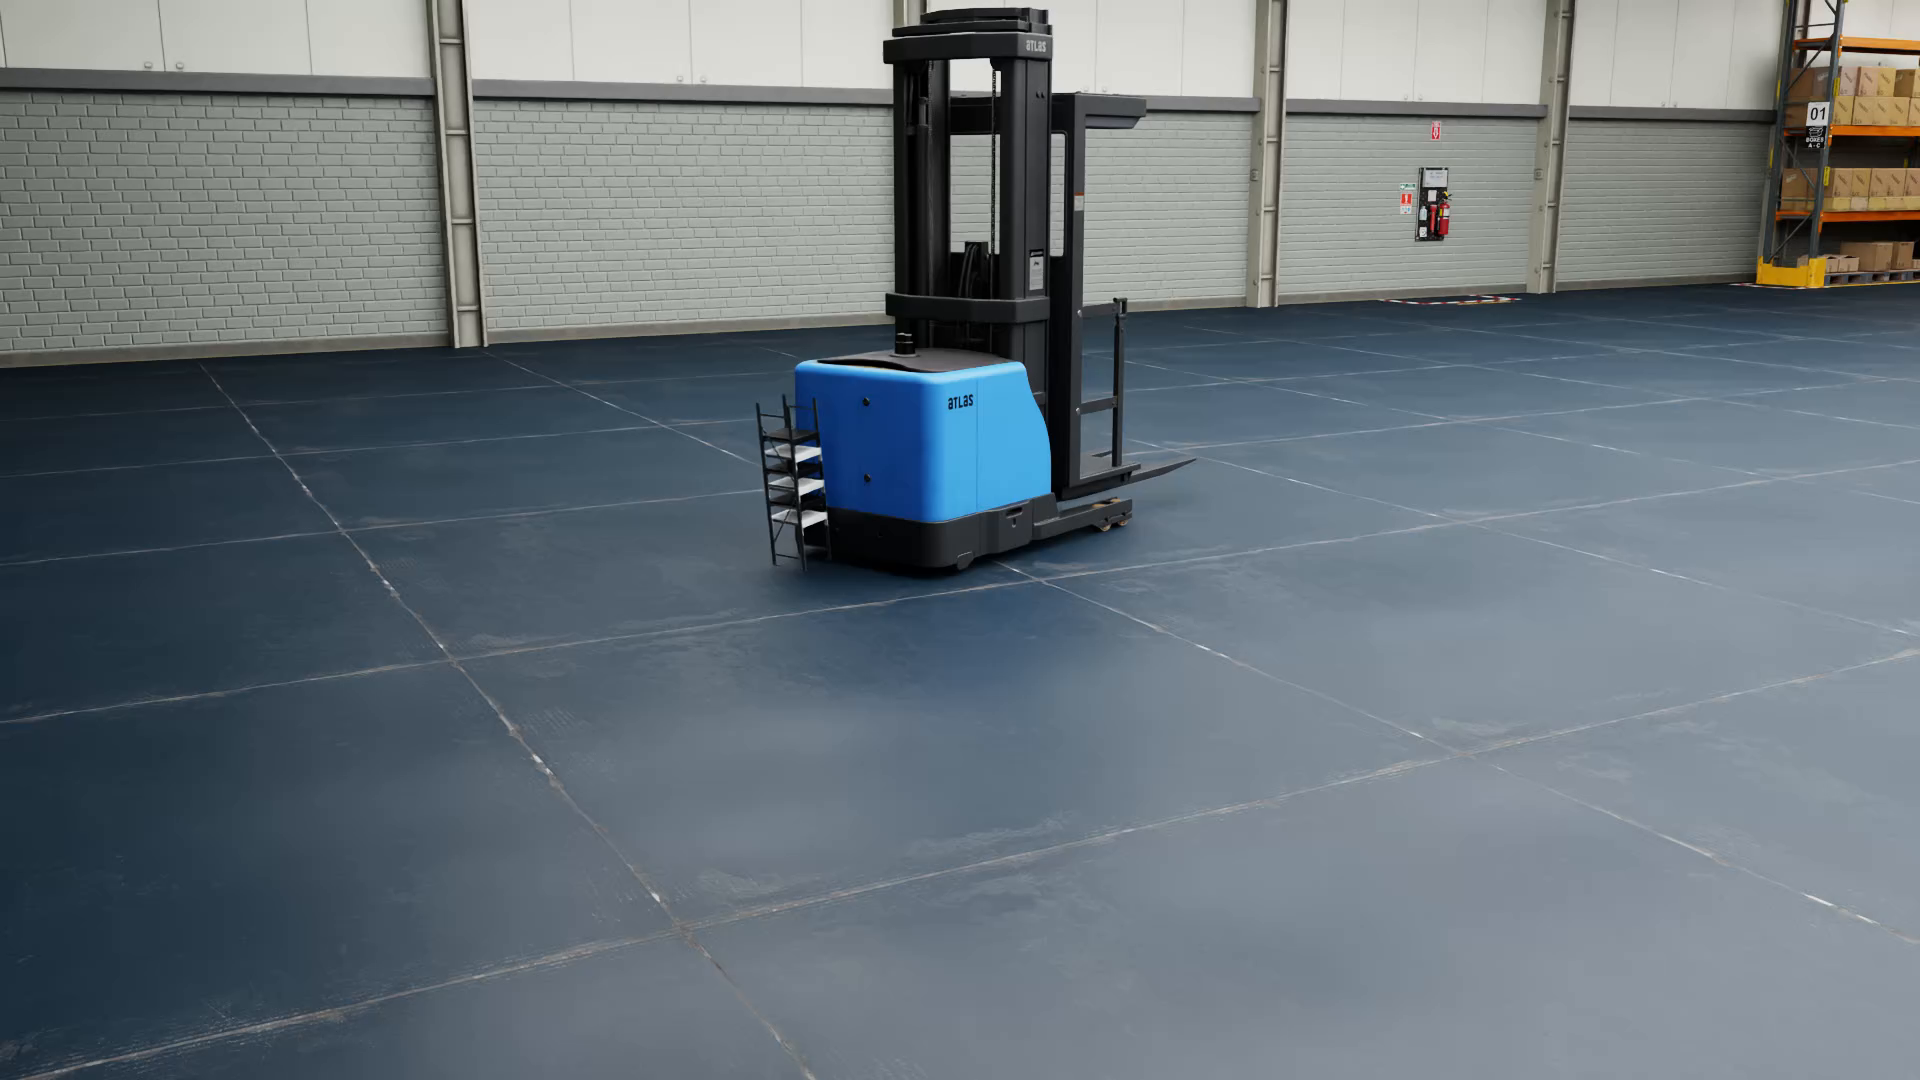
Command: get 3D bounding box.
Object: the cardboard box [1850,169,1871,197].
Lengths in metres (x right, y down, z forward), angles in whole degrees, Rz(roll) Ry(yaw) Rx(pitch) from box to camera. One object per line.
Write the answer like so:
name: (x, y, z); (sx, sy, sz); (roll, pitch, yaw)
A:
cardboard box: (15.968, -6.423, 29.907); (0.500, 0.500, 0.500); (-7, 14, -28)

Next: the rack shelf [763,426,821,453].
rack shelf: (-0.901, -0.532, 8.810); (0.258, 0.077, 0.200); (9, 22, 36)

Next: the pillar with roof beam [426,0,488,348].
pillar with roof beam: (-3.836, -5.891, 15.291); (0.400, 9.000, 9.100); (-7, 14, -28)

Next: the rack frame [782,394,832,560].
rack frame: (-0.824, -0.336, 8.958); (0.240, 0.900, 0.006); (9, 22, 36)

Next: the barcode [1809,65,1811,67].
barcode: (15.350, -8.542, 30.031); (0.075, 0.075, 0.001); (-7, 14, -28)

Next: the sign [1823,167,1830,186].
sign: (15.227, -6.396, 29.227); (0.005, 0.325, 0.100); (-7, 14, -28)

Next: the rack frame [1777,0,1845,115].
rack frame: (14.967, -9.005, 29.128); (0.127, 3.000, 1.000); (-7, 14, -28)

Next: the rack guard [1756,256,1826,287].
rack guard: (15.033, -4.867, 30.097); (0.348, 0.500, 1.175); (-7, 14, -28)

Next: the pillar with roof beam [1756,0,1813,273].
pillar with roof beam: (17.229, -8.416, 26.509); (0.400, 9.000, 9.100); (-7, 14, -28)

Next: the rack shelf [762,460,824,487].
rack shelf: (-0.889, -0.361, 8.865); (0.258, 0.077, 0.200); (9, 22, 36)

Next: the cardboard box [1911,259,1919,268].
cardboard box: (18.022, -5.270, 31.643); (0.250, 0.166, 0.380); (-9, 16, -35)

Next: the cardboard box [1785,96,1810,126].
cardboard box: (15.212, -7.693, 29.856); (0.500, 0.500, 0.500); (-6, 14, -24)

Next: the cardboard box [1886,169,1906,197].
cardboard box: (16.872, -6.533, 30.395); (0.500, 0.500, 0.500); (-6, 14, -26)

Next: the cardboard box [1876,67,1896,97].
cardboard box: (16.330, -8.181, 29.747); (0.500, 0.500, 0.500); (-6, 14, -26)

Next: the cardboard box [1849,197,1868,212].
cardboard box: (15.996, -6.063, 30.012); (0.500, 0.250, 0.500); (-7, 15, -30)

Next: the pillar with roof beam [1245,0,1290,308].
pillar with roof beam: (6.696, -7.154, 20.900); (0.400, 9.000, 9.100); (-7, 14, -28)

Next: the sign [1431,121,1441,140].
sign: (7.658, -6.584, 26.754); (0.199, 0.298, 0.001); (-7, 14, -28)

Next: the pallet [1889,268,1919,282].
pallet: (17.905, -5.061, 31.618); (1.213, 0.211, 1.003); (-7, 14, -28)

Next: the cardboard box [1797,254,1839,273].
cardboard box: (15.617, -5.037, 30.280); (0.500, 0.311, 0.500); (-9, 15, -34)

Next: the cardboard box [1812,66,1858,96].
cardboard box: (15.421, -8.082, 29.307); (0.500, 0.500, 0.500); (-8, 15, -32)

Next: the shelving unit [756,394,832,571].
shelving unit: (-0.885, -0.307, 8.882); (0.258, 0.900, 0.210); (9, 22, 36)

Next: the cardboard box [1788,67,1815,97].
cardboard box: (15.220, -8.184, 29.760); (0.500, 0.500, 0.500); (-6, 14, -25)

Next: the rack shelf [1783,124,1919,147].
rack shelf: (16.722, -7.401, 30.471); (4.000, 0.370, 1.077); (-7, 14, -28)

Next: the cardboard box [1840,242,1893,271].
cardboard box: (16.785, -5.257, 30.826); (0.500, 0.500, 0.700); (-8, 15, -31)

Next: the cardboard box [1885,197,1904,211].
cardboard box: (16.891, -6.168, 30.480); (0.500, 0.250, 0.500); (-7, 14, -27)

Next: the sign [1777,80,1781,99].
sign: (14.718, -8.083, 29.845); (0.005, 0.325, 0.100); (-7, 14, -28)

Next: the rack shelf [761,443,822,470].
rack shelf: (-0.895, -0.446, 8.838); (0.258, 0.077, 0.200); (9, 22, 36)

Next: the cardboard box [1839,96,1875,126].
cardboard box: (15.868, -7.637, 29.607); (0.500, 0.500, 0.500); (-6, 14, -24)

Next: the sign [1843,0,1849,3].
sign: (15.226, -9.395, 28.552); (0.005, 0.325, 0.100); (-7, 14, -28)

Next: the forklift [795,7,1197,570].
forklift: (0.383, -1.539, 9.773); (1.130, 2.935, 3.031); (10, 16, 37)

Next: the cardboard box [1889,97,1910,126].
cardboard box: (16.782, -7.753, 30.122); (0.500, 0.500, 0.500); (-6, 14, -24)

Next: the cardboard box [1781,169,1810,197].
cardboard box: (15.278, -6.471, 30.121); (0.500, 0.500, 0.500); (-7, 14, -28)

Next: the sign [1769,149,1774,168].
sign: (14.718, -6.907, 30.109); (0.005, 0.325, 0.100); (-7, 14, -28)

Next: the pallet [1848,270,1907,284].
pallet: (16.833, -4.932, 31.044); (1.213, 0.211, 1.003); (-7, 14, -28)
